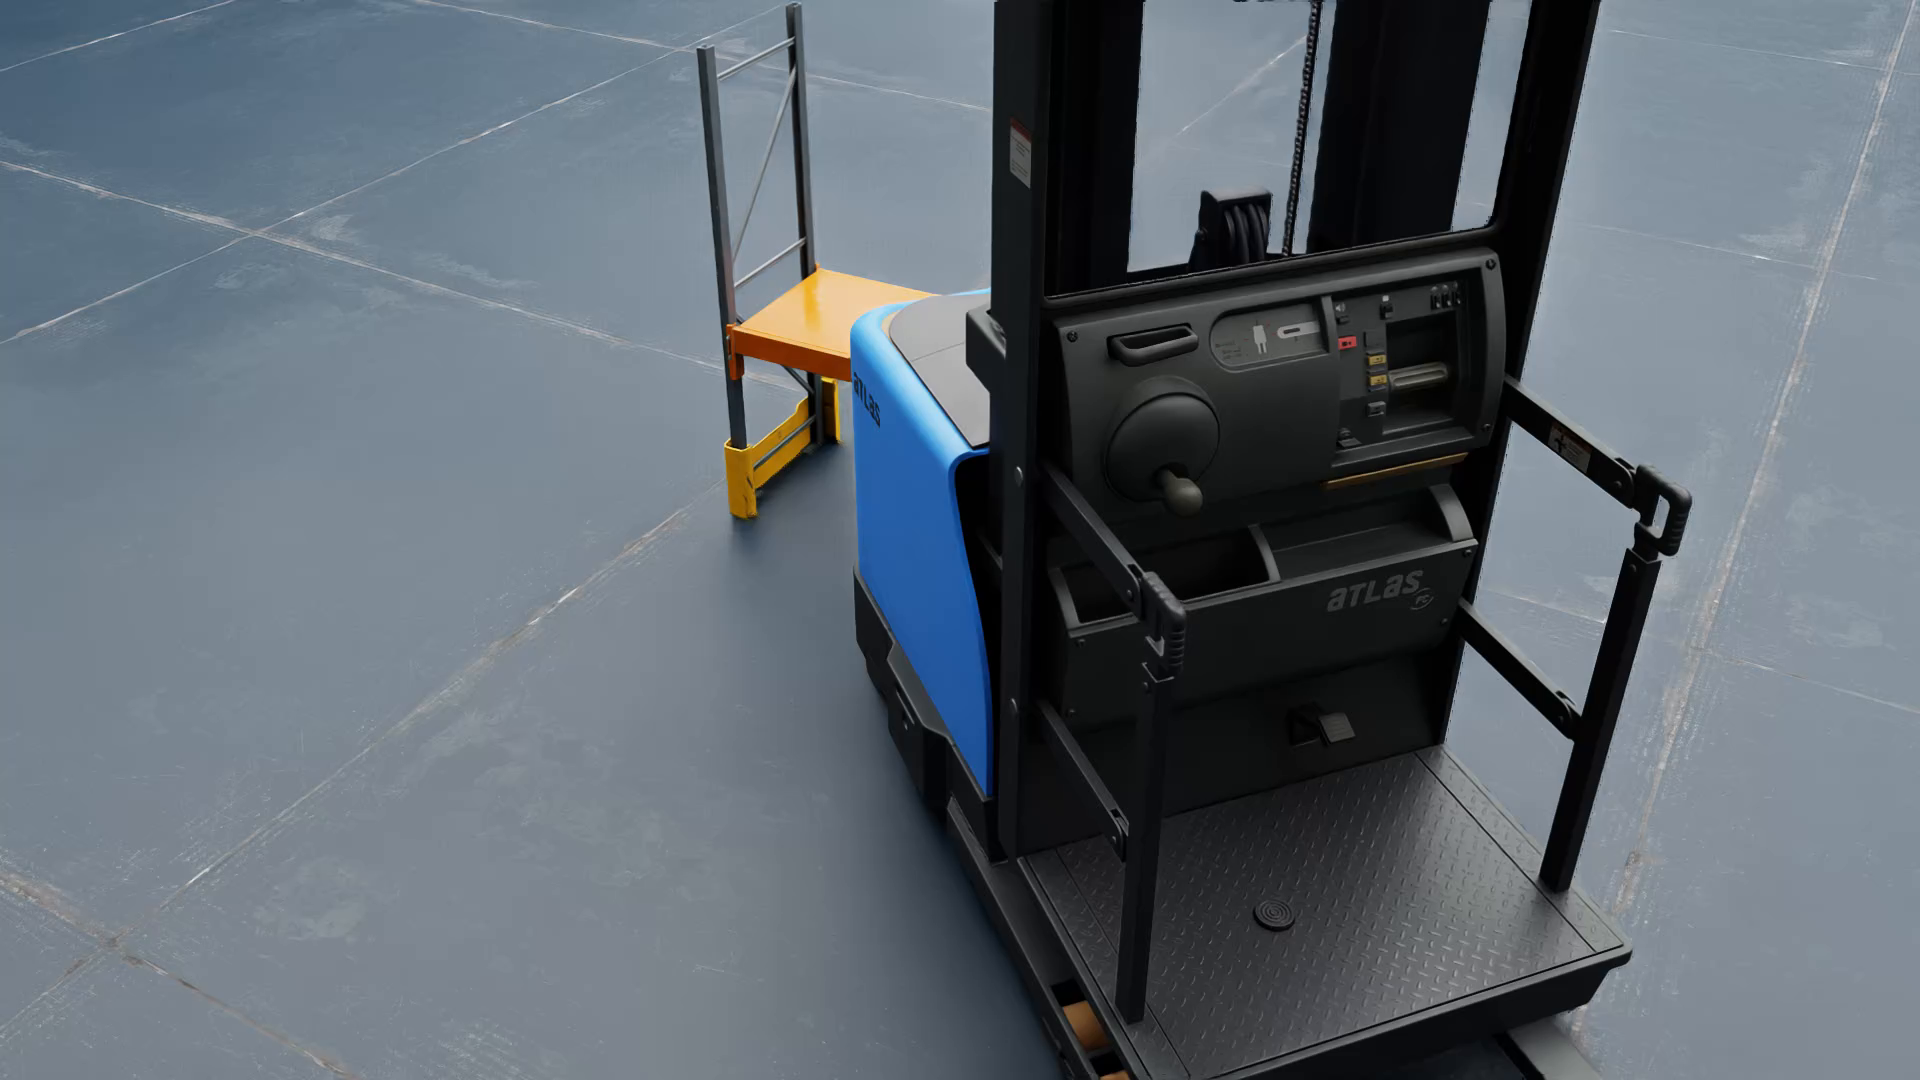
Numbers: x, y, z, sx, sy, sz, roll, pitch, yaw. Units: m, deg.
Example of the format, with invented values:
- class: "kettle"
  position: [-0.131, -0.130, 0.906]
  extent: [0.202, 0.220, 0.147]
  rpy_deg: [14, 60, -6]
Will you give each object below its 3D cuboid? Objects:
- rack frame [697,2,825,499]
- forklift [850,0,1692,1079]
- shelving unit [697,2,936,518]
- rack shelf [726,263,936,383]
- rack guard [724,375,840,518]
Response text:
- class: "rack frame"
  position: [-0.598, -0.851, 5.175]
  extent: [0.032, 1.500, 0.500]
  rpy_deg: [16, 37, 23]
- class: "forklift"
  position: [0.697, -0.237, 2.962]
  extent: [1.130, 2.935, 3.031]
  rpy_deg: [-12, 35, -17]
- class: "shelving unit"
  position: [-0.139, -0.719, 4.976]
  extent: [1.083, 1.500, 0.587]
  rpy_deg: [16, 37, 23]
- class: "rack shelf"
  position: [-0.147, -0.571, 5.079]
  extent: [1.000, 0.185, 0.538]
  rpy_deg: [16, 37, 23]
- class: "rack guard"
  position: [-0.581, -0.326, 5.514]
  extent: [0.087, 0.250, 0.587]
  rpy_deg: [16, 37, 23]
